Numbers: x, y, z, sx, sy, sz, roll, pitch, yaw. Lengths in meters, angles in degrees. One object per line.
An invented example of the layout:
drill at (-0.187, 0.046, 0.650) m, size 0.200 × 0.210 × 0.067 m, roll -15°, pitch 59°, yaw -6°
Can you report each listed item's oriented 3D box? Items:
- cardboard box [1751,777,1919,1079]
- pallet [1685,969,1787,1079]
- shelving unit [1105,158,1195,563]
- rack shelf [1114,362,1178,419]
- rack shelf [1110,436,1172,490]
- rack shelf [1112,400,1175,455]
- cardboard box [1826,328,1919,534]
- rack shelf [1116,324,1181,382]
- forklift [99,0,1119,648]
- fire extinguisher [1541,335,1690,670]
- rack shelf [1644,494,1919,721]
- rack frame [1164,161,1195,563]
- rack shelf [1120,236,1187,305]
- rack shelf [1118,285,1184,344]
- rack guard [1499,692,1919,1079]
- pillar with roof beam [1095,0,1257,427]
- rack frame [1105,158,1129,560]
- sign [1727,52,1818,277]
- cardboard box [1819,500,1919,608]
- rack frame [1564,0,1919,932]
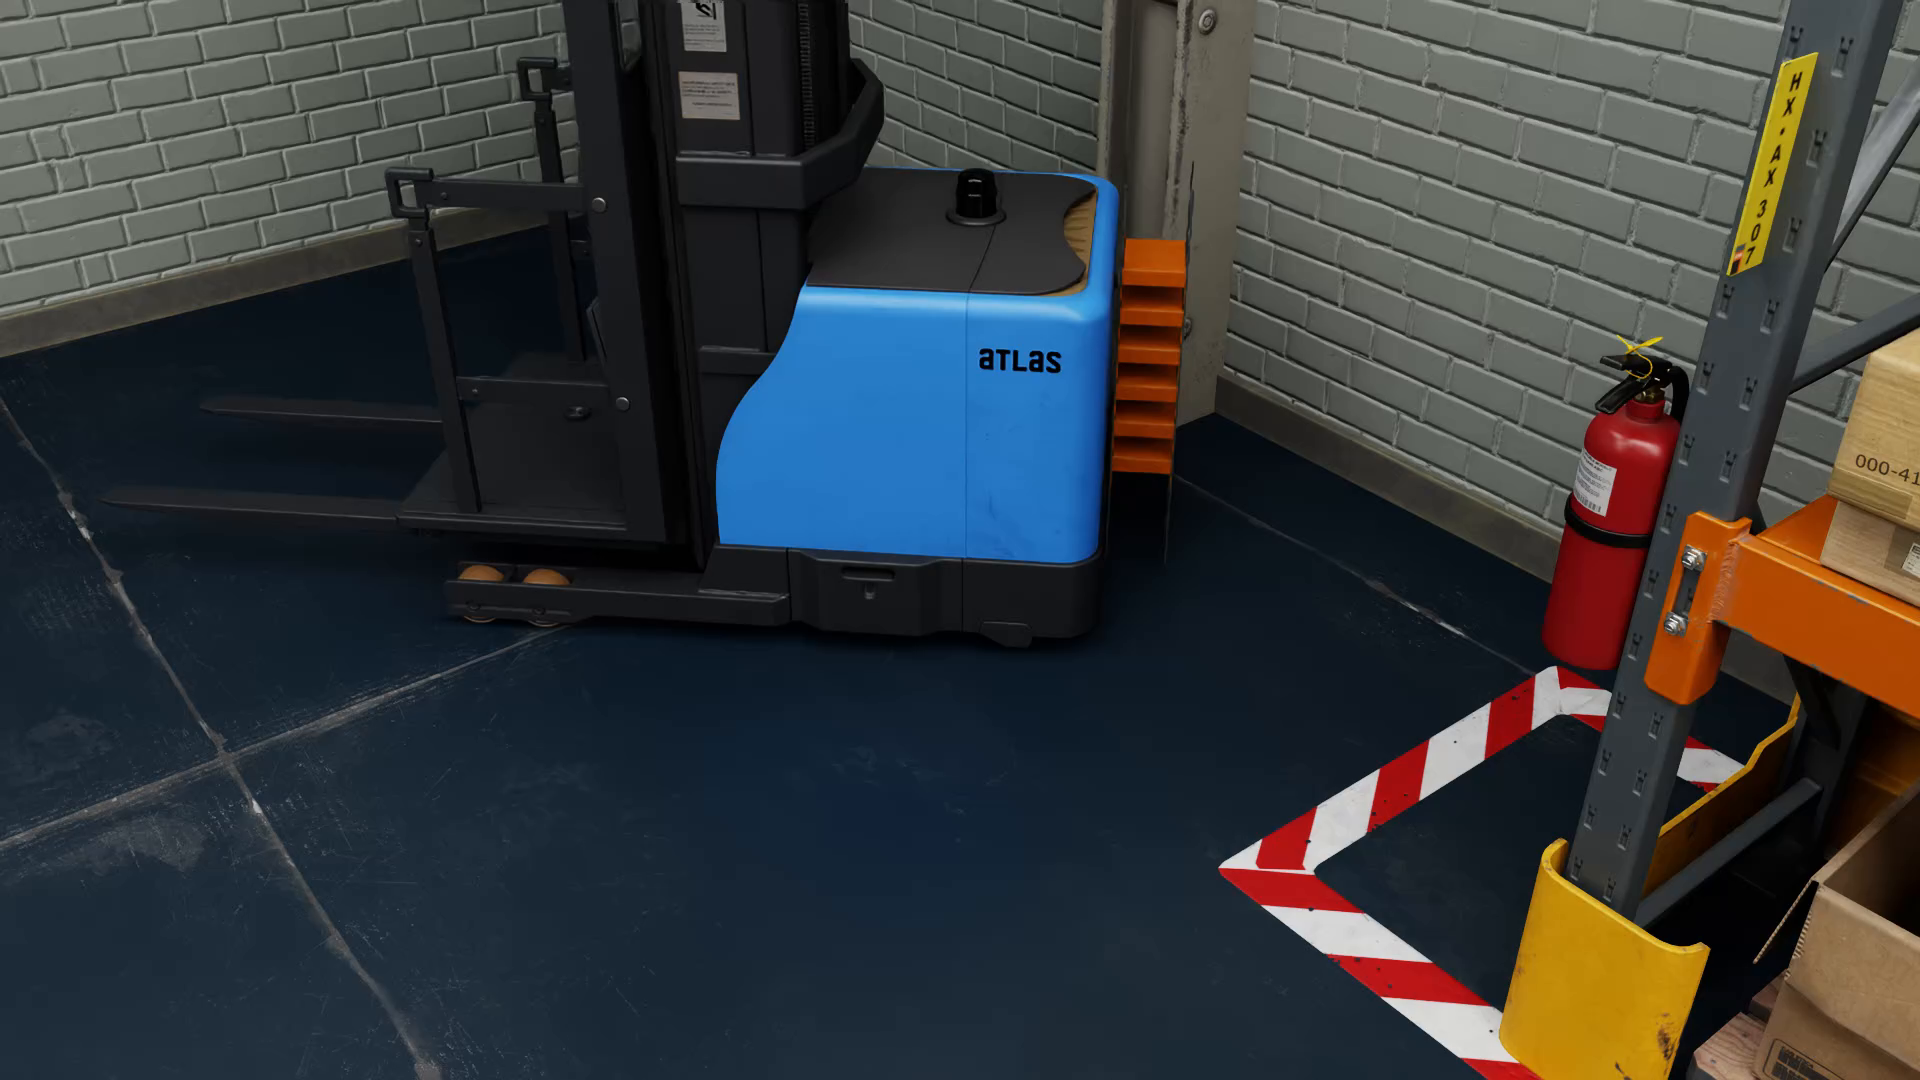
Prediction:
cardboard box at (1.942, 0.803, 3.083) m, size 0.797 × 0.503 × 0.637 m, roll -24°, pitch 39°, yaw -33°
pallet at (2.178, 1.183, 3.145) m, size 1.003 × 0.211 × 1.213 m, roll -22°, pitch 38°, yaw -31°
shelving unit at (0.555, -0.506, 4.927) m, size 0.189 × 1.200 × 0.258 m, roll 3°, pitch 32°, yaw 5°
rack shelf at (0.555, -0.468, 4.951) m, size 0.180 × 0.103 × 0.258 m, roll 3°, pitch 32°, yaw 5°
rack shelf at (0.555, -0.264, 5.077) m, size 0.180 × 0.103 × 0.258 m, roll 3°, pitch 32°, yaw 5°
rack shelf at (0.555, -0.366, 5.014) m, size 0.180 × 0.103 × 0.258 m, roll 3°, pitch 32°, yaw 5°
cardboard box at (1.707, -0.151, 2.511) m, size 0.500 × 0.250 × 0.500 m, roll -22°, pitch 38°, yaw -31°
rack shelf at (0.555, -0.570, 4.888) m, size 0.180 × 0.103 × 0.258 m, roll 3°, pitch 32°, yaw 5°
forklift at (-1.065, -1.265, 4.508) m, size 3.031 × 2.935 × 1.130 m, roll 3°, pitch 32°, yaw 5°
fire extinguisher at (1.186, -0.085, 2.971) m, size 0.296 × 0.674 × 0.183 m, roll -22°, pitch 38°, yaw -31°
rack shelf at (2.868, 0.774, 1.842) m, size 1.077 × 0.370 × 4.000 m, roll -22°, pitch 38°, yaw -31°
rack frame at (0.646, -0.501, 4.919) m, size 0.006 × 1.200 × 0.240 m, roll 3°, pitch 32°, yaw 5°
rack shelf at (0.555, -0.774, 4.761) m, size 0.180 × 0.103 × 0.258 m, roll 3°, pitch 32°, yaw 5°
rack shelf at (0.555, -0.672, 4.824) m, size 0.180 × 0.103 × 0.258 m, roll 3°, pitch 32°, yaw 5°
rack guard at (1.688, 0.729, 3.603) m, size 1.175 × 0.500 × 0.348 m, roll -22°, pitch 38°, yaw -31°
pillar with roof beam at (-2.700, -2.936, 1.448) m, size 9.100 × 9.000 × 0.400 m, roll -22°, pitch 38°, yaw -31°
rack frame at (0.464, -0.511, 4.936) m, size 0.006 × 1.200 × 0.240 m, roll 3°, pitch 32°, yaw 5°
sign at (1.213, -0.557, 2.483) m, size 0.100 × 0.325 × 0.005 m, roll -22°, pitch 38°, yaw -31°
cardboard box at (1.627, -0.032, 2.697) m, size 0.380 × 0.149 × 0.250 m, roll -23°, pitch 38°, yaw -32°
rack frame at (1.642, -0.365, 2.995) m, size 1.000 × 3.000 × 0.127 m, roll -22°, pitch 38°, yaw -31°
